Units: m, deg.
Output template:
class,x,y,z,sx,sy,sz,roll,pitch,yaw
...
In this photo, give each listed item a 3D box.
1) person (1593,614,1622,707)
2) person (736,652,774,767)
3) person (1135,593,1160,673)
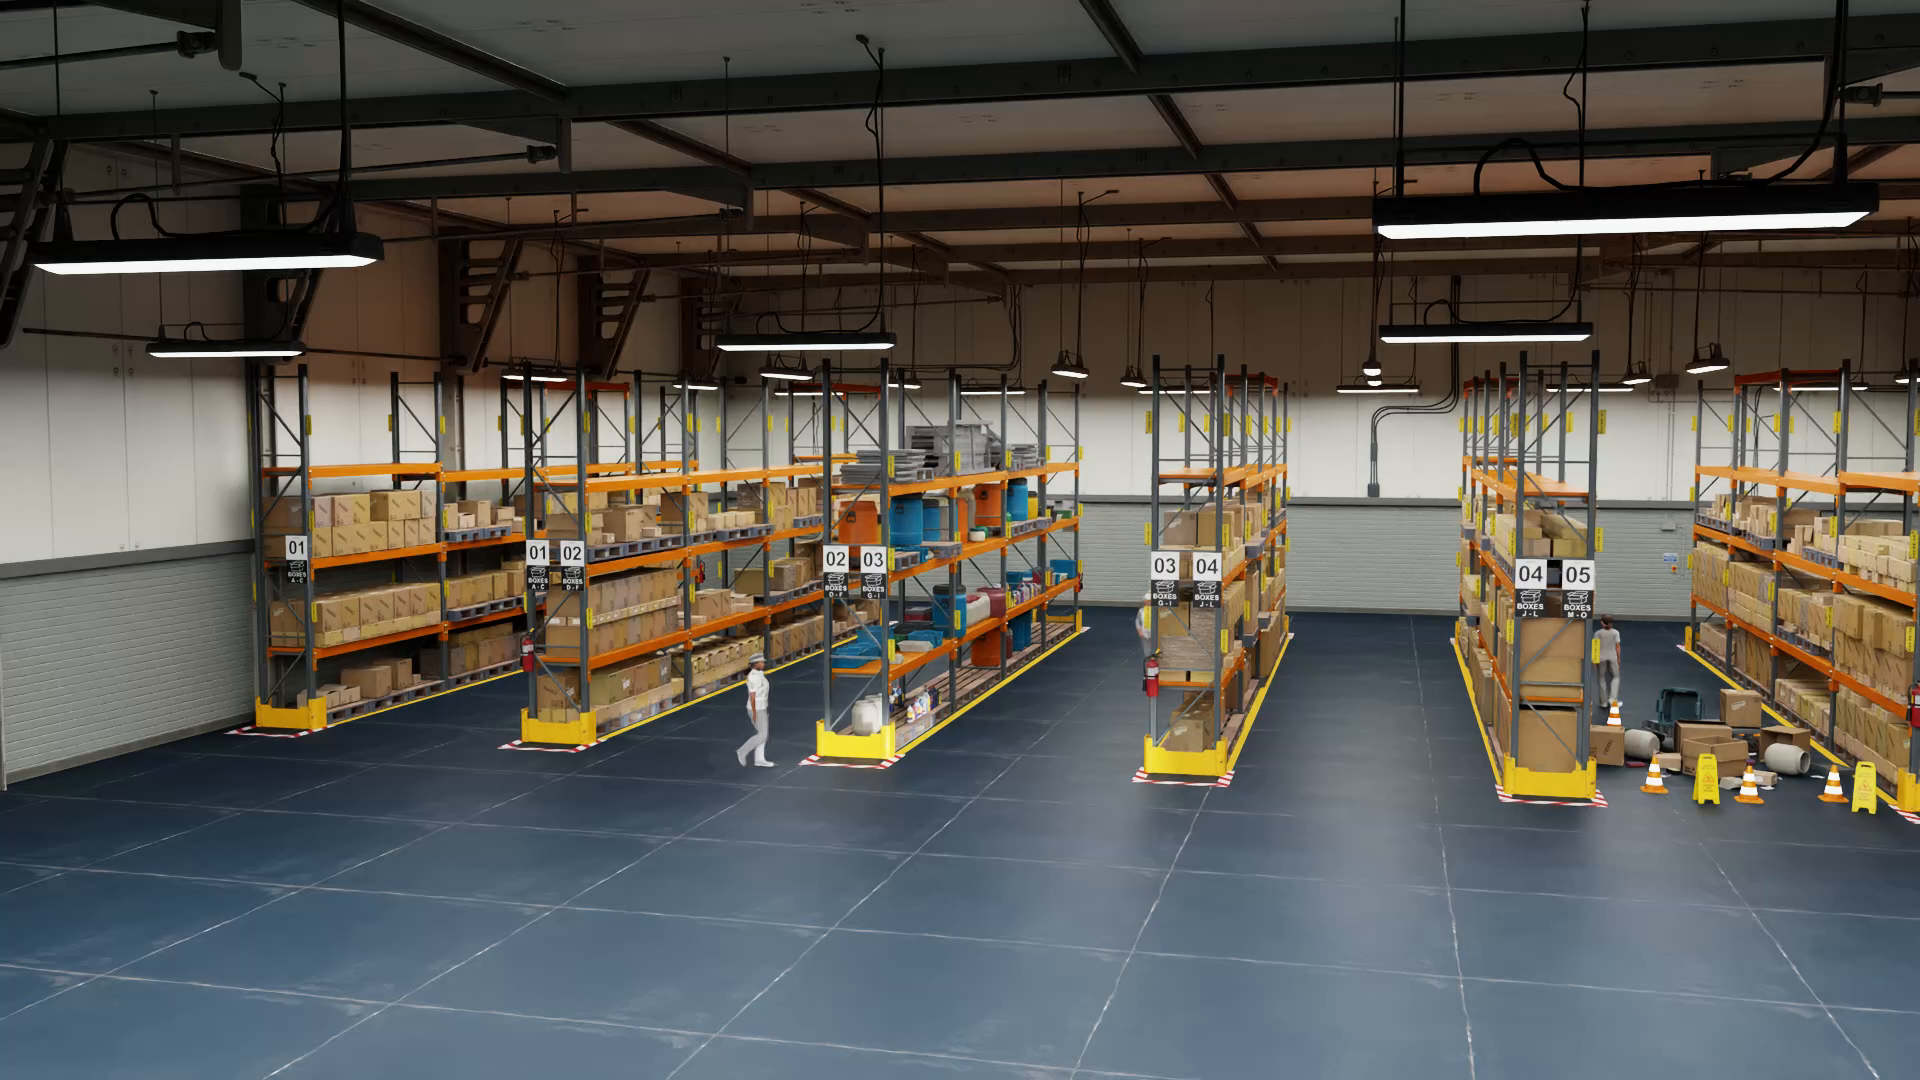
class,x,y,z,sx,sy,sz,roll,pitch,yaw
person,11.480,2.142,29.472,0.495,1.669,0.534,1,4,13
person,-2.989,2.475,24.245,0.520,1.677,0.491,0,4,4
person,3.834,1.885,32.997,0.707,1.687,0.715,2,4,24
